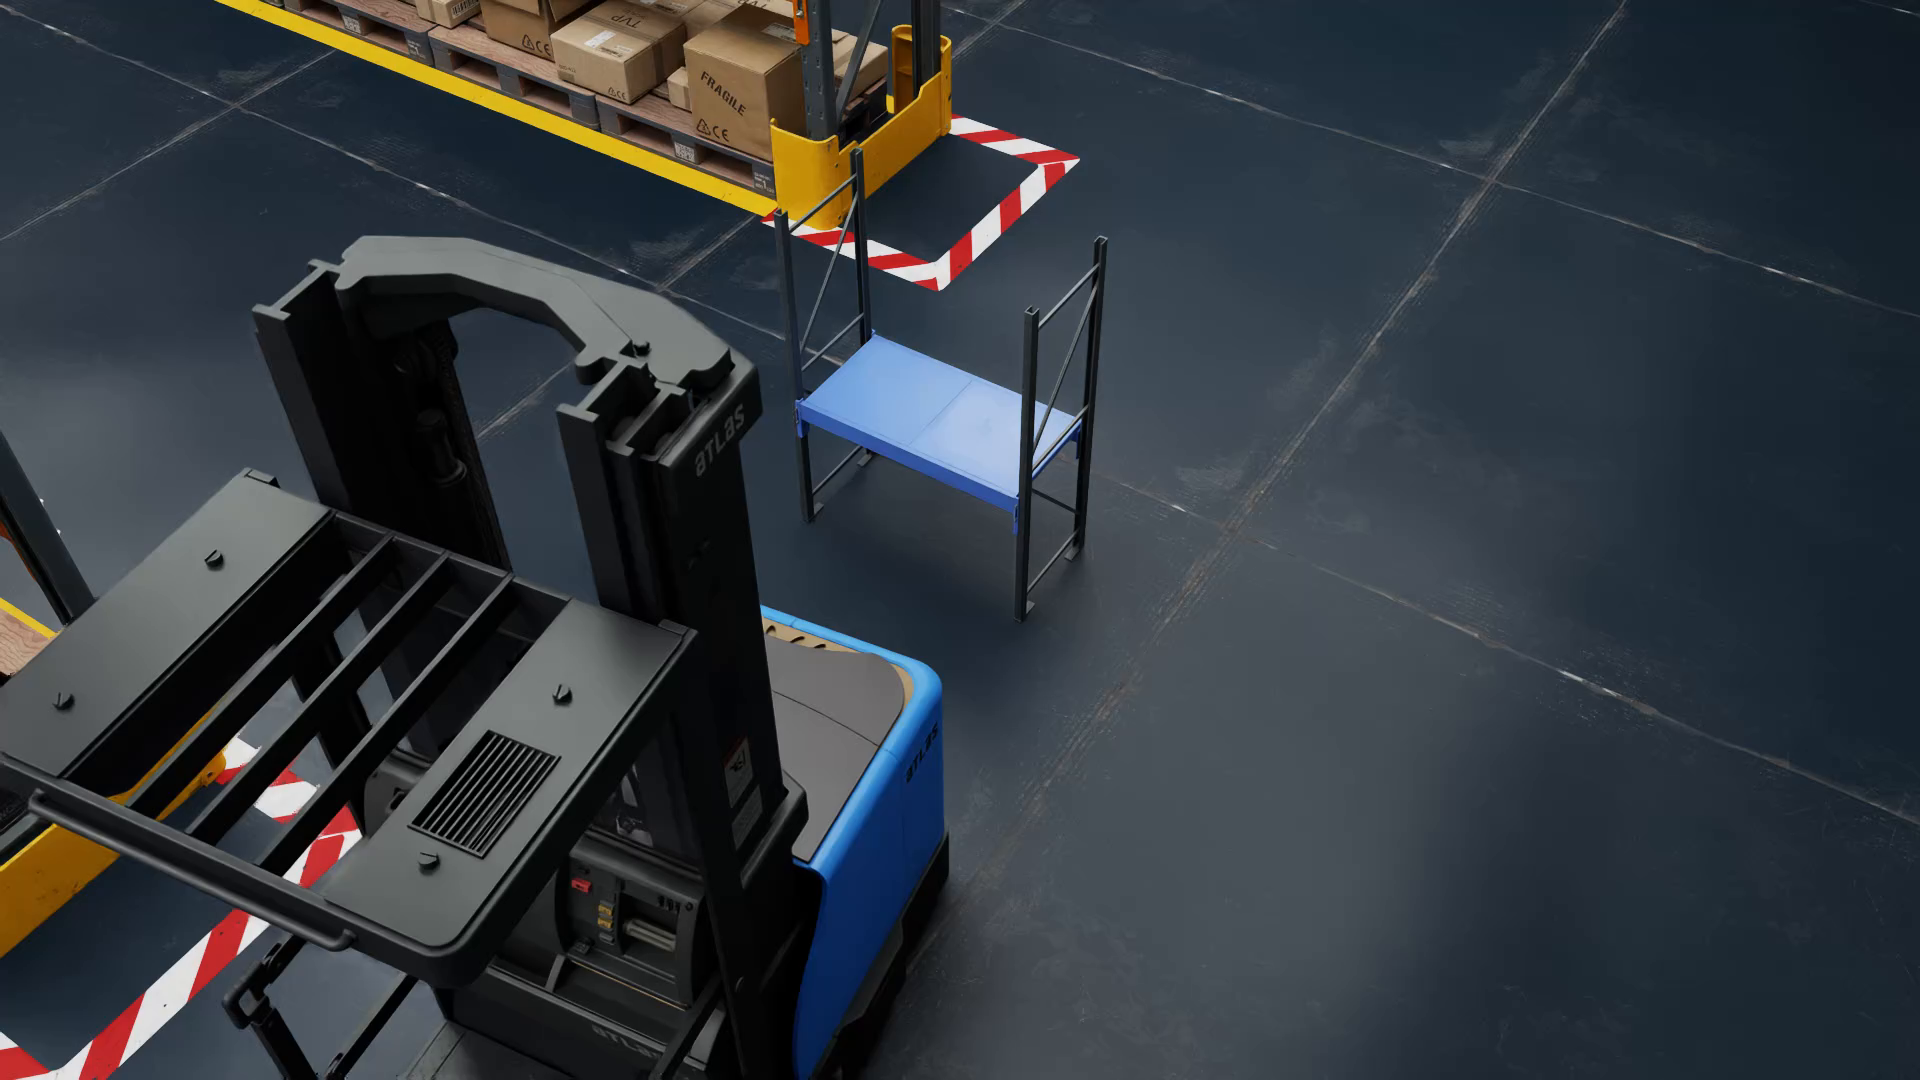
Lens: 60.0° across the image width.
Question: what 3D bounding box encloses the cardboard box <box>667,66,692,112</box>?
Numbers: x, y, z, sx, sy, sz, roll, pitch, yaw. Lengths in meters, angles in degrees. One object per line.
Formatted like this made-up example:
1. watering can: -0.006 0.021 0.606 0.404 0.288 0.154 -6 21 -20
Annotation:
1. cardboard box: -1.299 -2.389 8.648 0.250 0.166 0.380 25 51 22

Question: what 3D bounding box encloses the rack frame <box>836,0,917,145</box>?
1. rack frame: -0.415 -2.952 7.527 0.053 2.616 0.949 25 51 22

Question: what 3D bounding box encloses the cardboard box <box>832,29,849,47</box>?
1. cardboard box: -0.794 -2.582 8.836 0.250 0.166 0.380 25 51 22

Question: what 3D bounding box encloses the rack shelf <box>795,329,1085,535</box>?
1. rack shelf: -0.072 -0.430 6.373 1.000 0.185 0.538 25 51 22

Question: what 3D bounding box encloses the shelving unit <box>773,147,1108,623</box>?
1. shelving unit: -0.072 -0.556 6.244 1.048 1.500 0.538 25 51 22

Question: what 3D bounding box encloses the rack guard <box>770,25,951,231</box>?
1. rack guard: -0.480 -2.108 8.450 0.348 0.500 1.175 25 51 22

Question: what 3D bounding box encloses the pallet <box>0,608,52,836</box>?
1. pallet: -3.767 0.668 5.954 1.213 0.211 1.003 25 51 22

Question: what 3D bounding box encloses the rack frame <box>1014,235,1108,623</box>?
1. rack frame: 0.356 -0.359 6.053 0.032 1.500 0.500 25 51 22

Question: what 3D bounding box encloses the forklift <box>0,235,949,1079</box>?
1. forklift: -1.109 0.924 3.809 1.130 2.935 3.031 18 49 17

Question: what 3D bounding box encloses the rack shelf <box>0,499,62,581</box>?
1. rack shelf: -4.777 -0.485 5.631 4.000 0.370 1.077 25 51 22

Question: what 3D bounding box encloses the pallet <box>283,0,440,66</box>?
1. pallet: -3.206 -3.260 9.771 1.213 0.211 1.003 25 51 22

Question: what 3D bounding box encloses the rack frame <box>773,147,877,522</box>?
1. rack frame: -0.500 -0.753 6.435 0.032 1.500 0.500 25 51 22

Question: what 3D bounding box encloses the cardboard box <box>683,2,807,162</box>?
1. cardboard box: -1.007 -2.294 8.324 0.500 0.500 0.500 25 51 22

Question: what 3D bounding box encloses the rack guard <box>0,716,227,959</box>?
1. rack guard: -3.067 0.912 5.515 0.348 0.500 1.175 25 51 22

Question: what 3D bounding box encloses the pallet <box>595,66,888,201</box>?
1. pallet: -1.152 -2.315 8.853 1.213 0.211 1.003 25 51 22

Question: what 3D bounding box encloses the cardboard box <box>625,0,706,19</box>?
1. cardboard box: -1.563 -2.914 9.100 0.500 0.250 0.500 25 51 22

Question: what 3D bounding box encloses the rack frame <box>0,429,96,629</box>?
1. rack frame: -3.094 0.039 4.620 0.127 3.000 1.000 25 51 22

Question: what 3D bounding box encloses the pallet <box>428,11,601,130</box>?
1. pallet: -2.175 -2.788 9.312 1.213 0.211 1.003 25 51 22

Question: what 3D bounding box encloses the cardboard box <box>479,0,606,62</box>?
1. cardboard box: -2.199 -3.057 9.063 0.637 0.503 0.797 25 51 22

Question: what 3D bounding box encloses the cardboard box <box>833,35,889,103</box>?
1. cardboard box: -0.583 -2.479 8.749 0.250 0.149 0.380 25 51 22
